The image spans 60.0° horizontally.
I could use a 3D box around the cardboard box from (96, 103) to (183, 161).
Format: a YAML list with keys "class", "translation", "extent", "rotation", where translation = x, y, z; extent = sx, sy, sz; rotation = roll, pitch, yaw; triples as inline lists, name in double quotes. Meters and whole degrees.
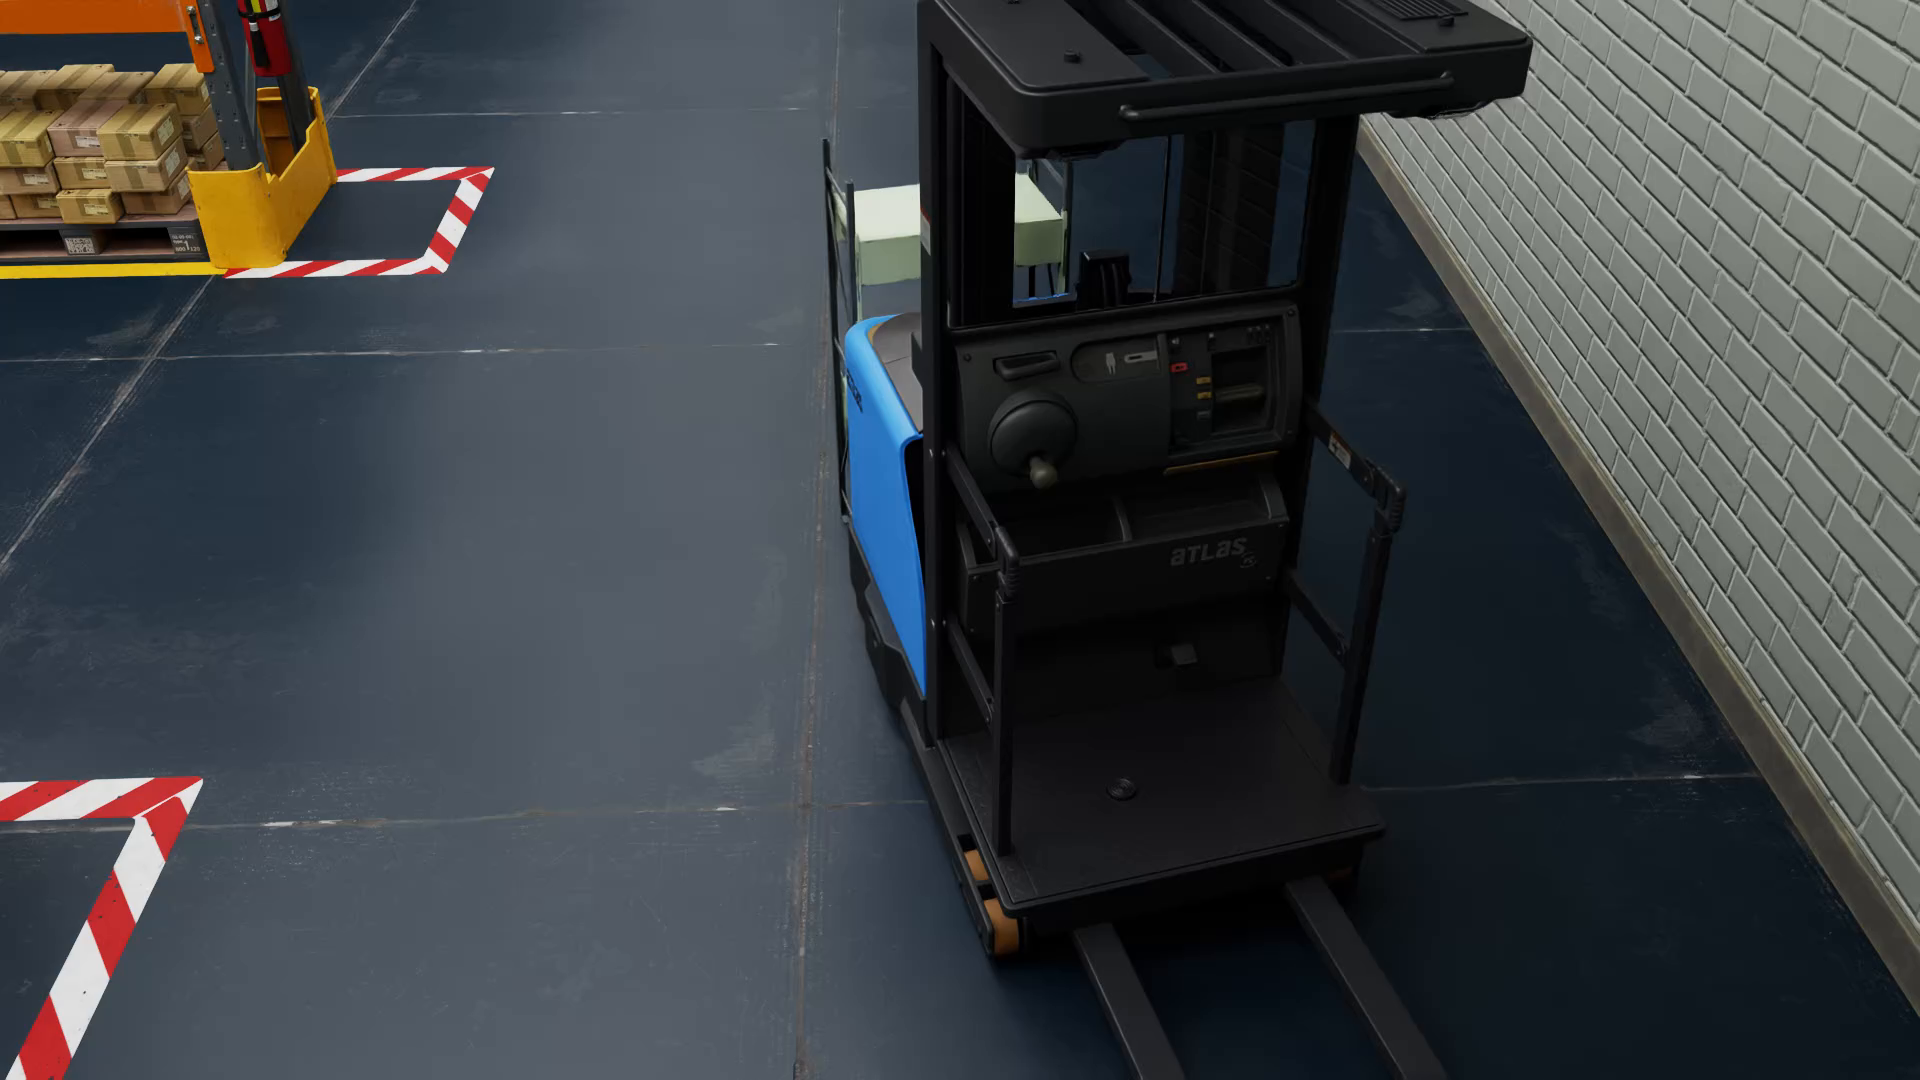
- class: "cardboard box"
  translation: [-3.992, -1.990, 8.103]
  extent: [0.250, 0.149, 0.380]
  rotation: [-1, 35, -2]

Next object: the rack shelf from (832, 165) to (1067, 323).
- class: "rack shelf"
  translation: [-0.047, -0.994, 5.682]
  extent: [0.720, 0.370, 0.431]
  rotation: [-9, 36, -13]

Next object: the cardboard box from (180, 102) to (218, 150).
- class: "cardboard box"
  translation: [-4.011, -2.158, 8.607]
  extent: [0.250, 0.149, 0.380]
  rotation: [0, 35, 0]

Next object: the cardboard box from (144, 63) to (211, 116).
- class: "cardboard box"
  translation: [-4.015, -2.328, 8.591]
  extent: [0.250, 0.149, 0.380]
  rotation: [-3, 35, -4]

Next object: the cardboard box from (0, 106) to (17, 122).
- class: "cardboard box"
  translation: [-4.760, -1.966, 8.068]
  extent: [0.250, 0.149, 0.380]
  rotation: [-3, 35, -4]

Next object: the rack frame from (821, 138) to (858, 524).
- class: "rack frame"
  translation: [-0.399, -0.616, 5.823]
  extent: [0.023, 1.500, 0.400]
  rotation: [-9, 36, -13]

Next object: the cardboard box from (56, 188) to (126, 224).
- class: "cardboard box"
  translation: [-4.243, -1.707, 8.217]
  extent: [0.250, 0.149, 0.380]
  rotation: [-1, 35, -1]

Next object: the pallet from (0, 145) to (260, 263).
- class: "pallet"
  translation: [-4.364, -1.753, 8.598]
  extent: [1.213, 0.211, 1.003]
  rotation: [-2, 35, -2]

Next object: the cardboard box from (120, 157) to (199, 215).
- class: "cardboard box"
  translation: [-3.991, -1.771, 8.310]
  extent: [0.250, 0.149, 0.380]
  rotation: [-1, 35, -1]

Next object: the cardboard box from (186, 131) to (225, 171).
- class: "cardboard box"
  translation: [-4.014, -2.072, 8.744]
  extent: [0.250, 0.149, 0.380]
  rotation: [-1, 35, -1]

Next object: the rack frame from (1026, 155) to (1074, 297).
- class: "rack frame"
  translation: [0.305, -0.729, 5.986]
  extent: [0.023, 1.500, 0.400]
  rotation: [-9, 36, -13]

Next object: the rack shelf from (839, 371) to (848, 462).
- class: "rack shelf"
  translation: [-0.047, -0.405, 6.090]
  extent: [0.720, 0.370, 0.431]
  rotation: [-9, 36, -13]

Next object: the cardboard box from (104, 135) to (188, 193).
- class: "cardboard box"
  translation: [-3.989, -1.850, 8.162]
  extent: [0.250, 0.149, 0.380]
  rotation: [-2, 35, -4]

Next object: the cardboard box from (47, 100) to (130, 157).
- class: "cardboard box"
  translation: [-4.246, -2.016, 8.141]
  extent: [0.250, 0.149, 0.380]
  rotation: [-1, 35, -1]

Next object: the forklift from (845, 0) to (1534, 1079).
- class: "forklift"
  translation: [0.509, -0.309, 4.120]
  extent: [1.130, 2.935, 3.031]
  rotation: [-9, 36, -13]

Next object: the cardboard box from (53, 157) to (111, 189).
- class: "cardboard box"
  translation: [-4.253, -1.873, 8.196]
  extent: [0.250, 0.149, 0.380]
  rotation: [-2, 35, -3]

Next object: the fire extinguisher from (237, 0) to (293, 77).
- class: "fire extinguisher"
  translation: [-3.202, -2.463, 7.569]
  extent: [0.183, 0.674, 0.296]
  rotation: [-2, 35, -2]

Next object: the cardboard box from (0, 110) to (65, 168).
- class: "cardboard box"
  translation: [-4.499, -1.937, 8.026]
  extent: [0.250, 0.149, 0.380]
  rotation: [-2, 35, -3]

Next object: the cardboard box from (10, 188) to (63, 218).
- class: "cardboard box"
  translation: [-4.511, -1.749, 8.277]
  extent: [0.250, 0.149, 0.380]
  rotation: [-2, 35, -2]

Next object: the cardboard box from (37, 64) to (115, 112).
- class: "cardboard box"
  translation: [-4.542, -2.318, 8.577]
  extent: [0.250, 0.149, 0.380]
  rotation: [-2, 35, -2]

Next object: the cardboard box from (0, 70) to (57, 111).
- class: "cardboard box"
  translation: [-4.786, -2.264, 8.499]
  extent: [0.250, 0.149, 0.380]
  rotation: [-3, 35, -5]

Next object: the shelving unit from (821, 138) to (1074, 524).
- class: "shelving unit"
  translation: [-0.047, -0.673, 5.904]
  extent: [0.755, 1.500, 0.431]
  rotation: [-9, 36, -13]

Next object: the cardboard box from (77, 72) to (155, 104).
- class: "cardboard box"
  translation: [-4.284, -2.252, 8.481]
  extent: [0.250, 0.149, 0.380]
  rotation: [-1, 35, -1]

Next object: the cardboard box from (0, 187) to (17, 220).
- class: "cardboard box"
  translation: [-4.757, -1.735, 8.257]
  extent: [0.250, 0.149, 0.380]
  rotation: [-1, 35, -2]

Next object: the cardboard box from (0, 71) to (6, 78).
- class: "cardboard box"
  translation: [-5.063, -2.262, 8.496]
  extent: [0.250, 0.149, 0.380]
  rotation: [0, 35, 0]

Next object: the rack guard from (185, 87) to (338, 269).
- class: "rack guard"
  translation: [-3.551, -1.874, 8.518]
  extent: [0.348, 0.500, 1.175]
  rotation: [-2, 35, -2]

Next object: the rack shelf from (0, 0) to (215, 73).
- class: "rack shelf"
  translation: [-5.473, -2.554, 7.937]
  extent: [4.000, 0.370, 1.077]
  rotation: [-2, 35, -2]

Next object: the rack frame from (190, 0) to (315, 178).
- class: "rack frame"
  translation: [-3.475, -2.904, 7.810]
  extent: [0.127, 3.000, 1.000]
  rotation: [-2, 35, -2]

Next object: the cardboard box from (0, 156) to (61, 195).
- class: "cardboard box"
  translation: [-4.508, -1.835, 8.140]
  extent: [0.250, 0.149, 0.380]
  rotation: [-3, 35, -4]
